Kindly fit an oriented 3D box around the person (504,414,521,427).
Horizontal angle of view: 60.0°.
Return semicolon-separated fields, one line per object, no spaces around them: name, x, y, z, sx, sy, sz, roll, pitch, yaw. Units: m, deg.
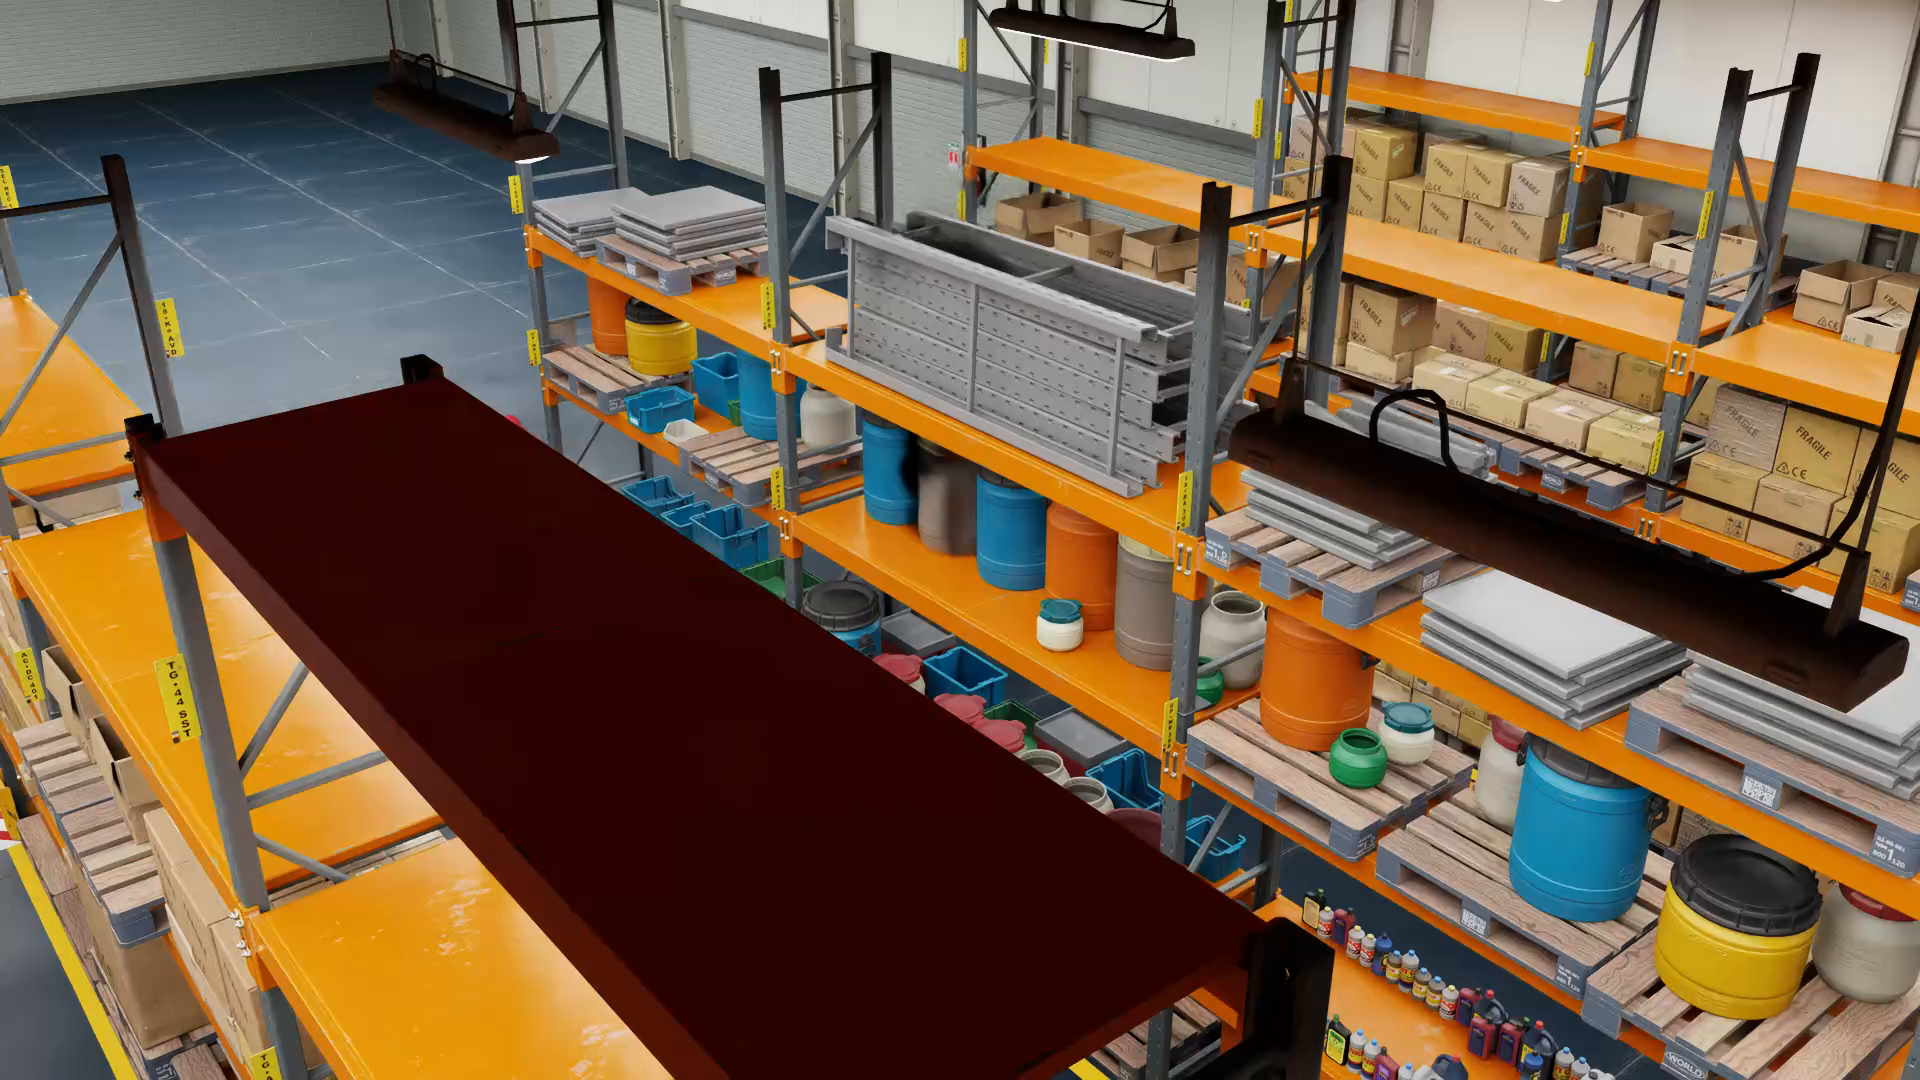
person;-4.572;-0.517;17.351;0.561;1.728;0.674;0;26;-1
